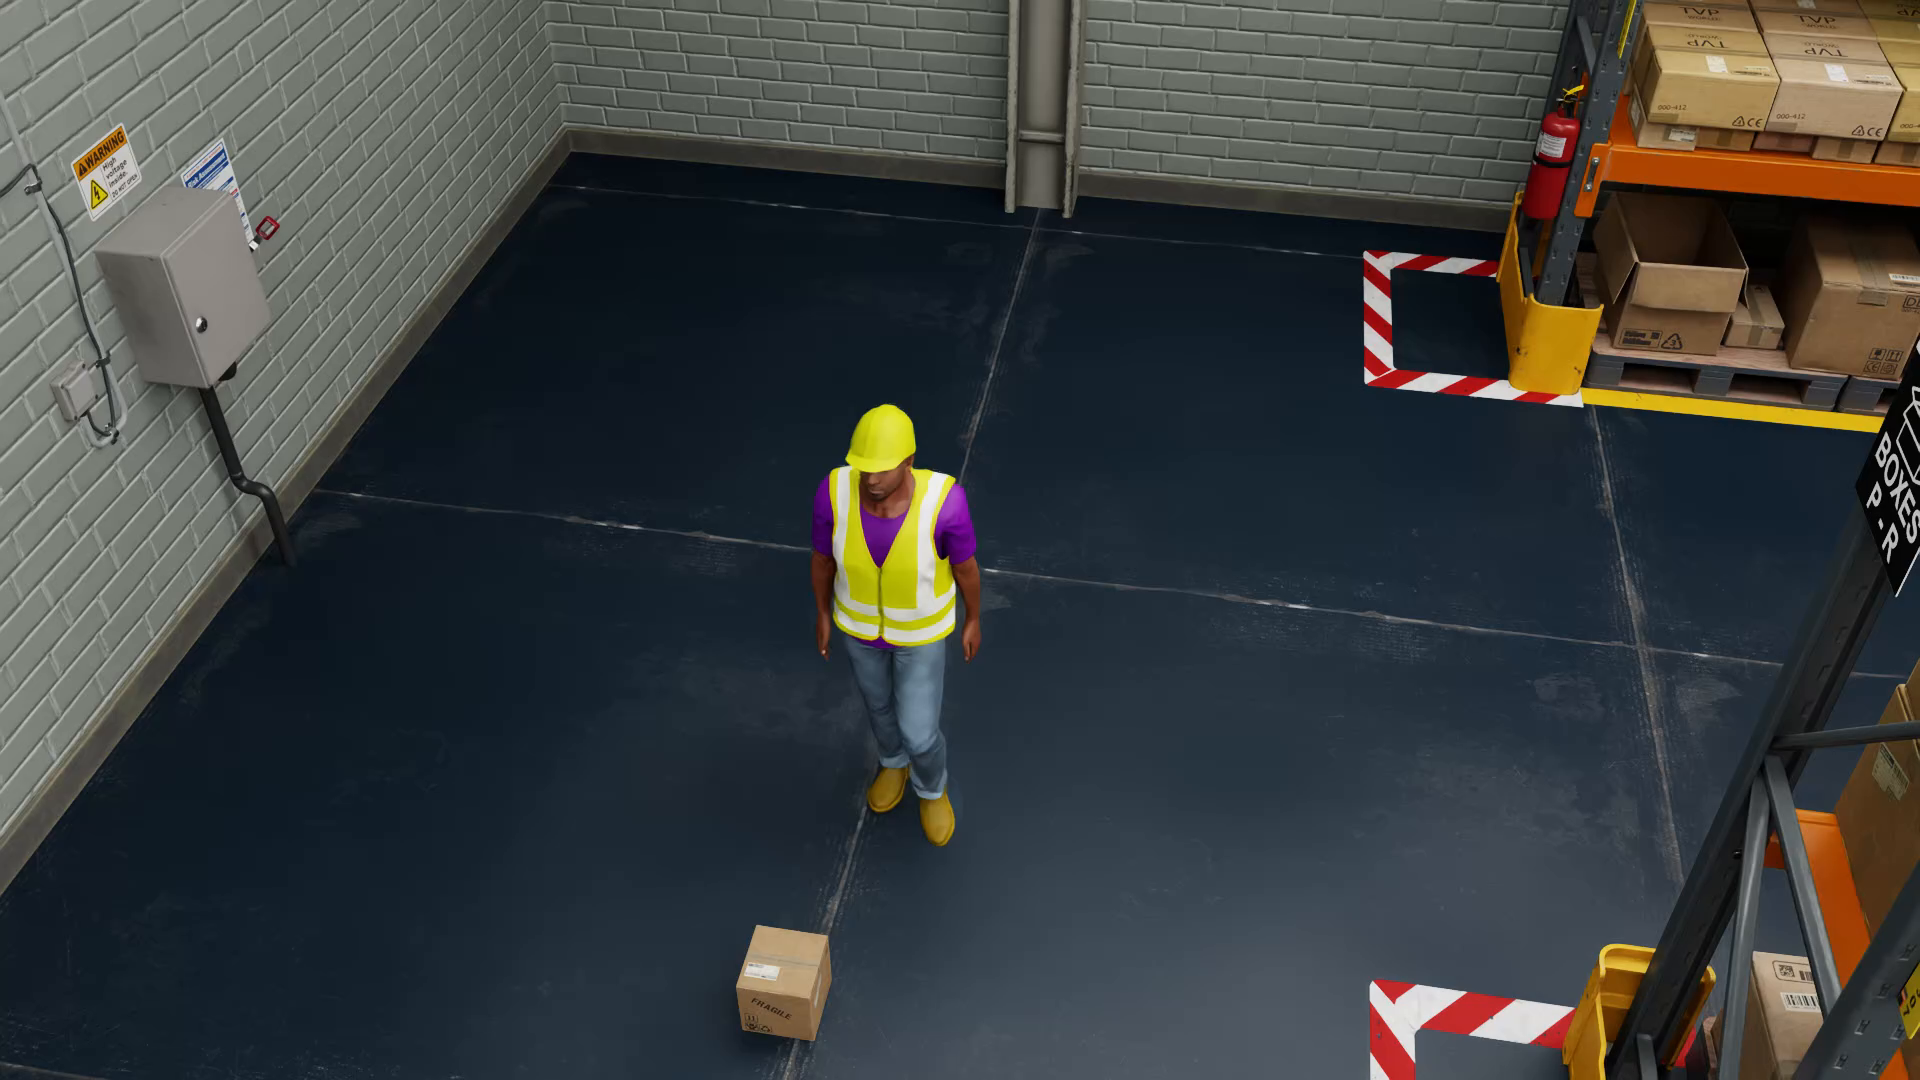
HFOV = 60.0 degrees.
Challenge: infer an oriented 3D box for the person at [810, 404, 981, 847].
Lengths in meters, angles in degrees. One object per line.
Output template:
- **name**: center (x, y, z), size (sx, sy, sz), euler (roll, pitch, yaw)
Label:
- **person**: center (-0.239, 0.316, 5.763), size (0.590, 1.791, 0.445), euler (10, 41, 12)
